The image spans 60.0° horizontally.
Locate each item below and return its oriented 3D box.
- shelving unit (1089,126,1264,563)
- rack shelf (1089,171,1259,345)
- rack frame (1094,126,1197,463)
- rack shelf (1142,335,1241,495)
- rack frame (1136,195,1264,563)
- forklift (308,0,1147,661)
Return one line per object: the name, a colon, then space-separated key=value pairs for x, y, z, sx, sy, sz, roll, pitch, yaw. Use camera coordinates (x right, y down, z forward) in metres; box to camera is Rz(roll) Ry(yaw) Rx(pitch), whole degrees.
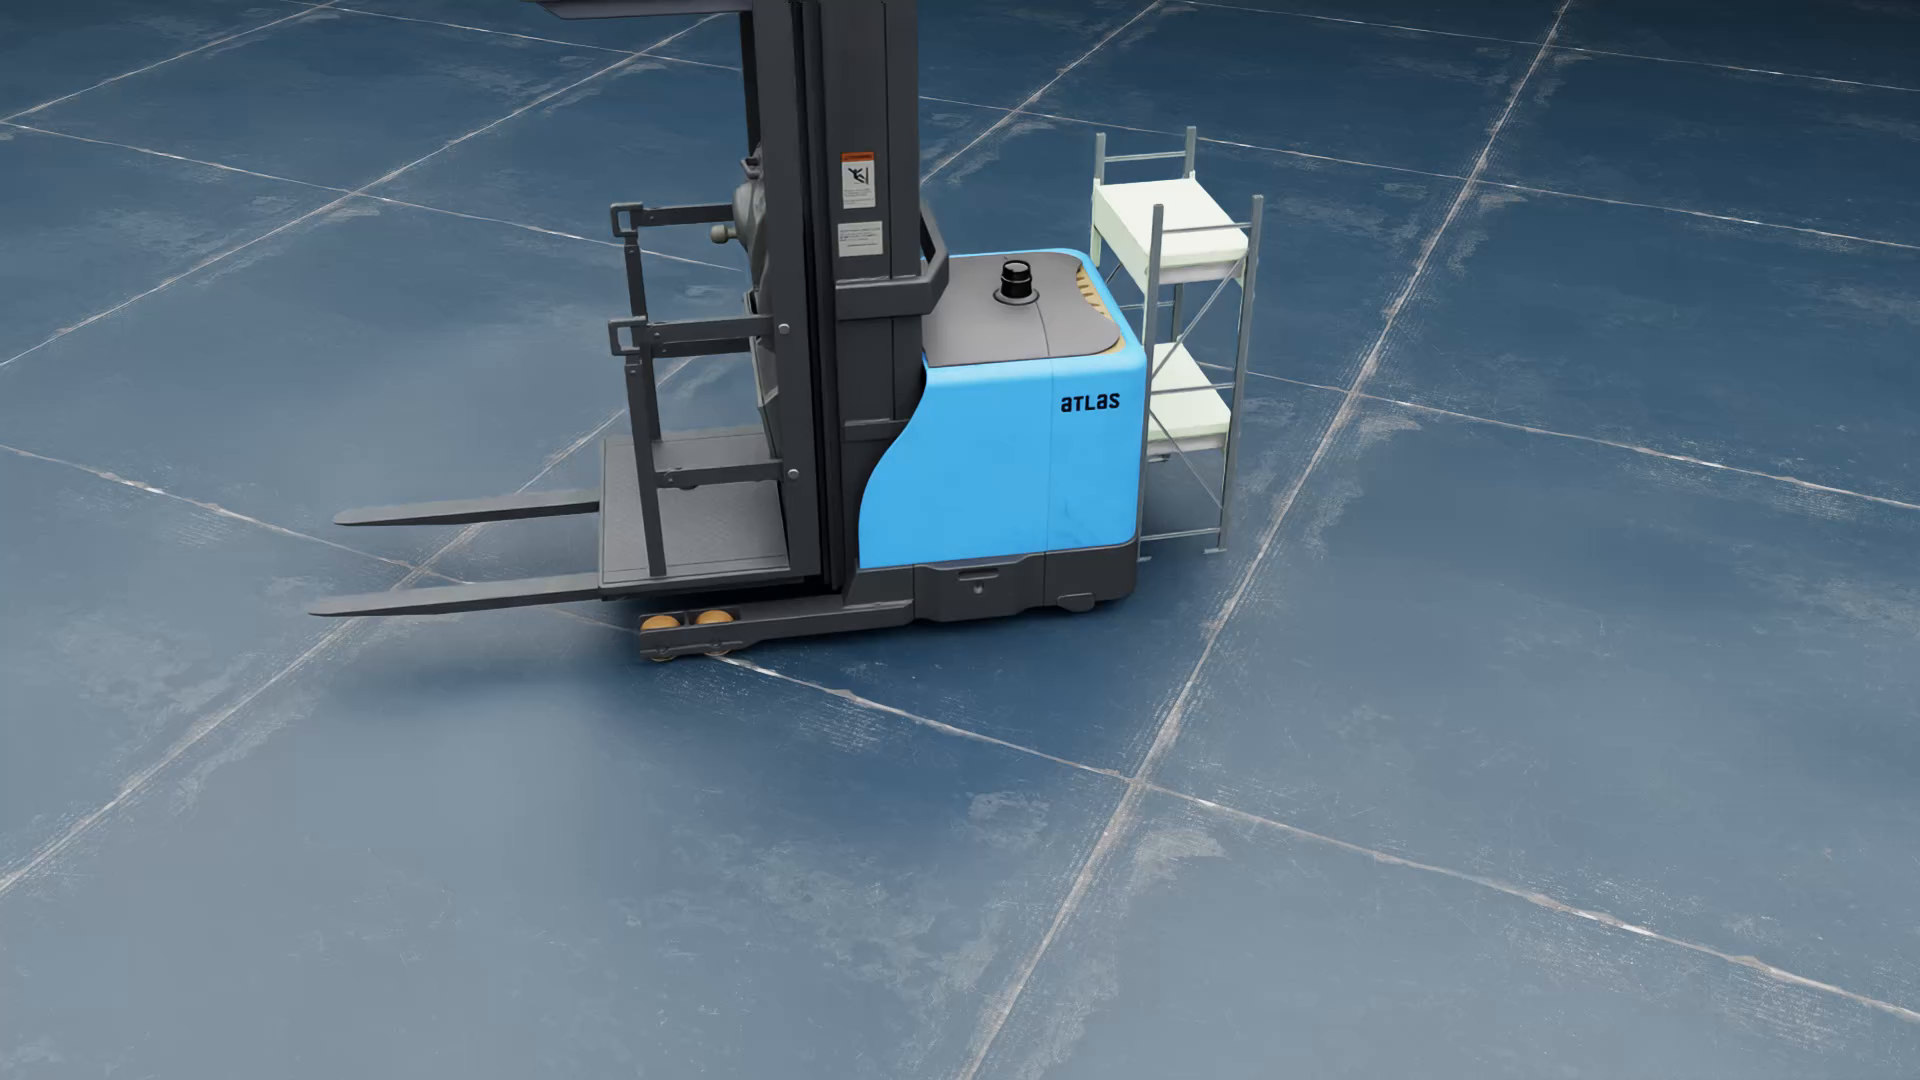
shelving unit: x=0.797 y=-0.760 z=6.541 sx=0.431 sy=1.500 sz=0.755 roll=-7 pitch=34 yaw=-10
rack shelf: x=0.797 y=-1.086 z=6.327 sx=0.431 sy=0.370 sz=0.720 roll=-7 pitch=34 yaw=-10
rack frame: x=0.721 y=-0.956 z=6.840 sx=0.400 sy=1.500 sz=0.023 roll=-7 pitch=34 yaw=-10
rack shelf: x=0.797 y=-0.487 z=6.719 sx=0.431 sy=0.370 sz=0.720 roll=-7 pitch=34 yaw=-10
rack frame: x=0.873 y=-0.563 z=6.241 sx=0.400 sy=1.500 sz=0.023 roll=-7 pitch=34 yaw=-10
forklift: x=-0.894 y=-1.096 z=5.748 sx=3.031 sy=2.935 sz=1.130 roll=-5 pitch=34 yaw=-8
